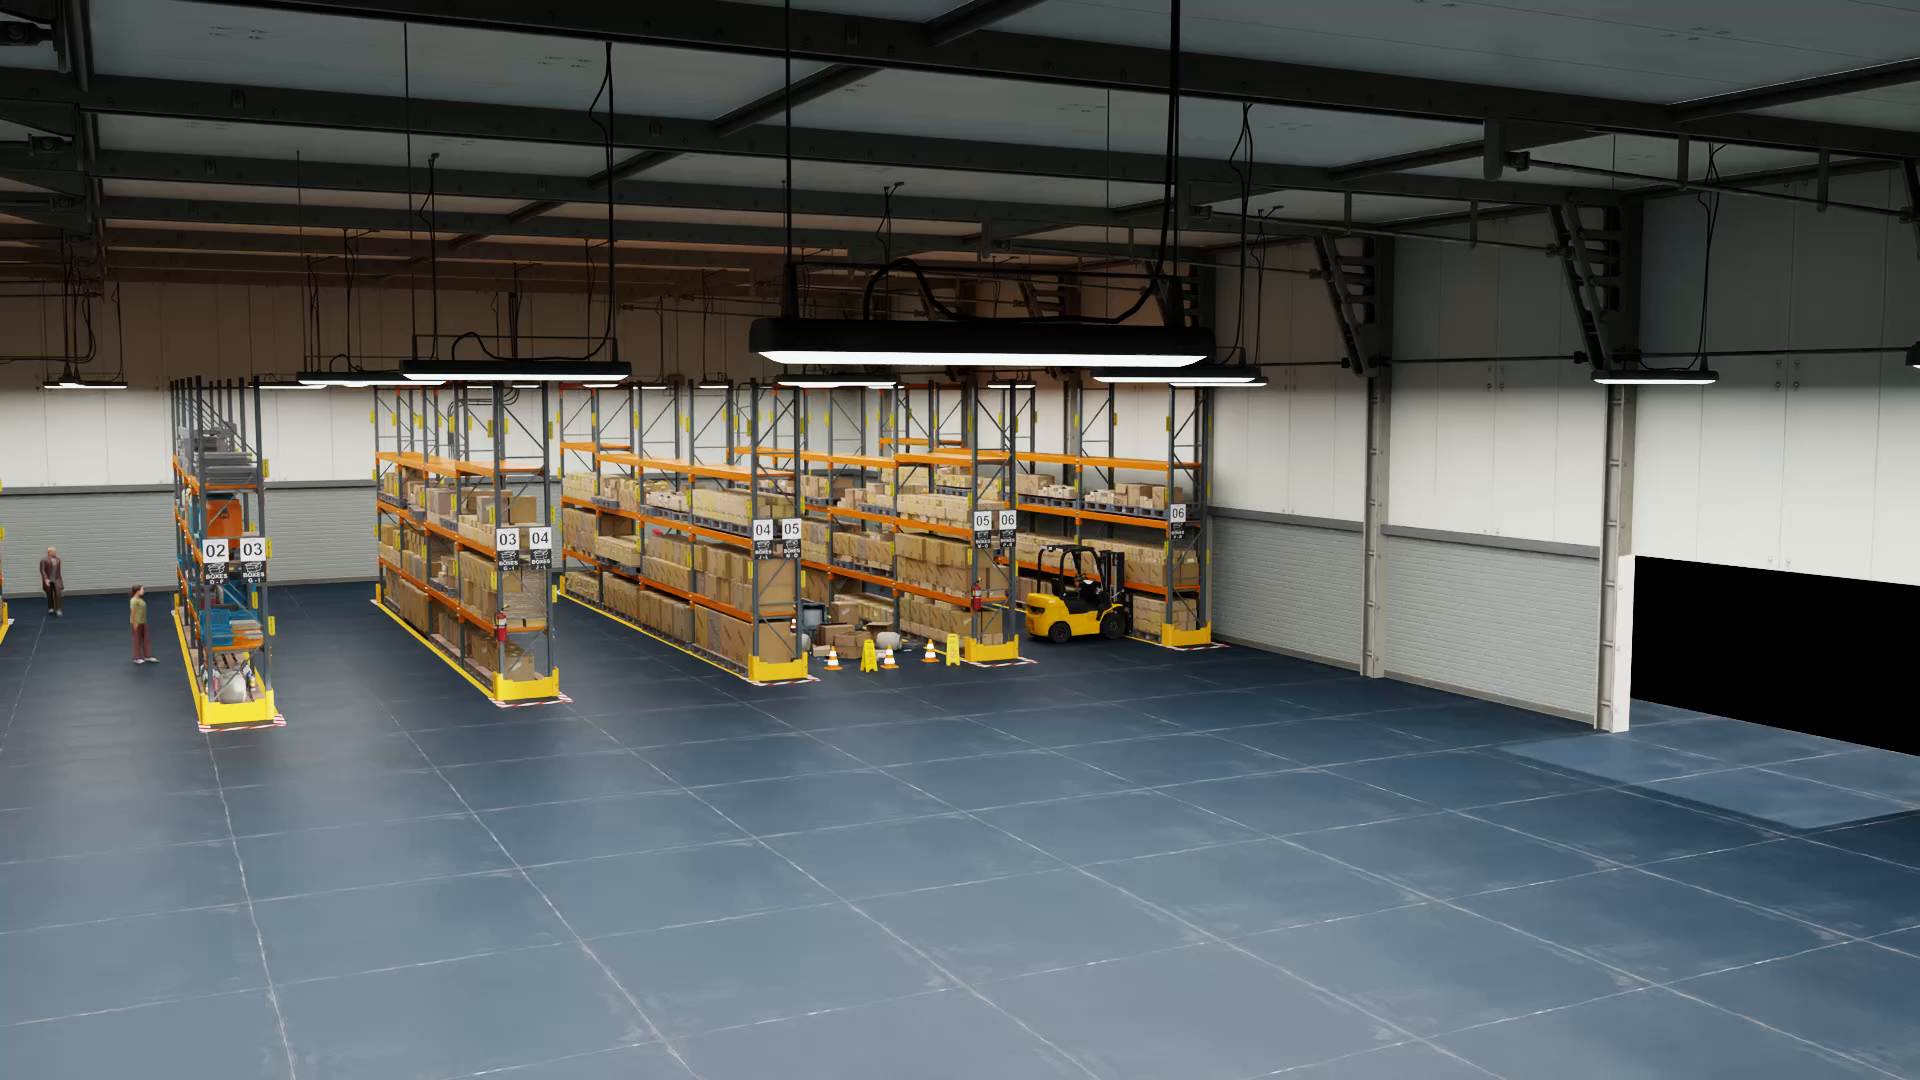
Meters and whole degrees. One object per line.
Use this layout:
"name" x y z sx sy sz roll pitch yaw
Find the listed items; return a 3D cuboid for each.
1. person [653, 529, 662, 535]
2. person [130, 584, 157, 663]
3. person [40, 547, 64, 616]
"person" -8.687 0.574 47.764 0.607 1.793 0.412 2 6 26
"person" -17.335 1.769 35.202 0.413 1.676 0.510 1 5 8
"person" -23.265 1.048 42.607 0.521 1.730 1.047 -3 6 -28
